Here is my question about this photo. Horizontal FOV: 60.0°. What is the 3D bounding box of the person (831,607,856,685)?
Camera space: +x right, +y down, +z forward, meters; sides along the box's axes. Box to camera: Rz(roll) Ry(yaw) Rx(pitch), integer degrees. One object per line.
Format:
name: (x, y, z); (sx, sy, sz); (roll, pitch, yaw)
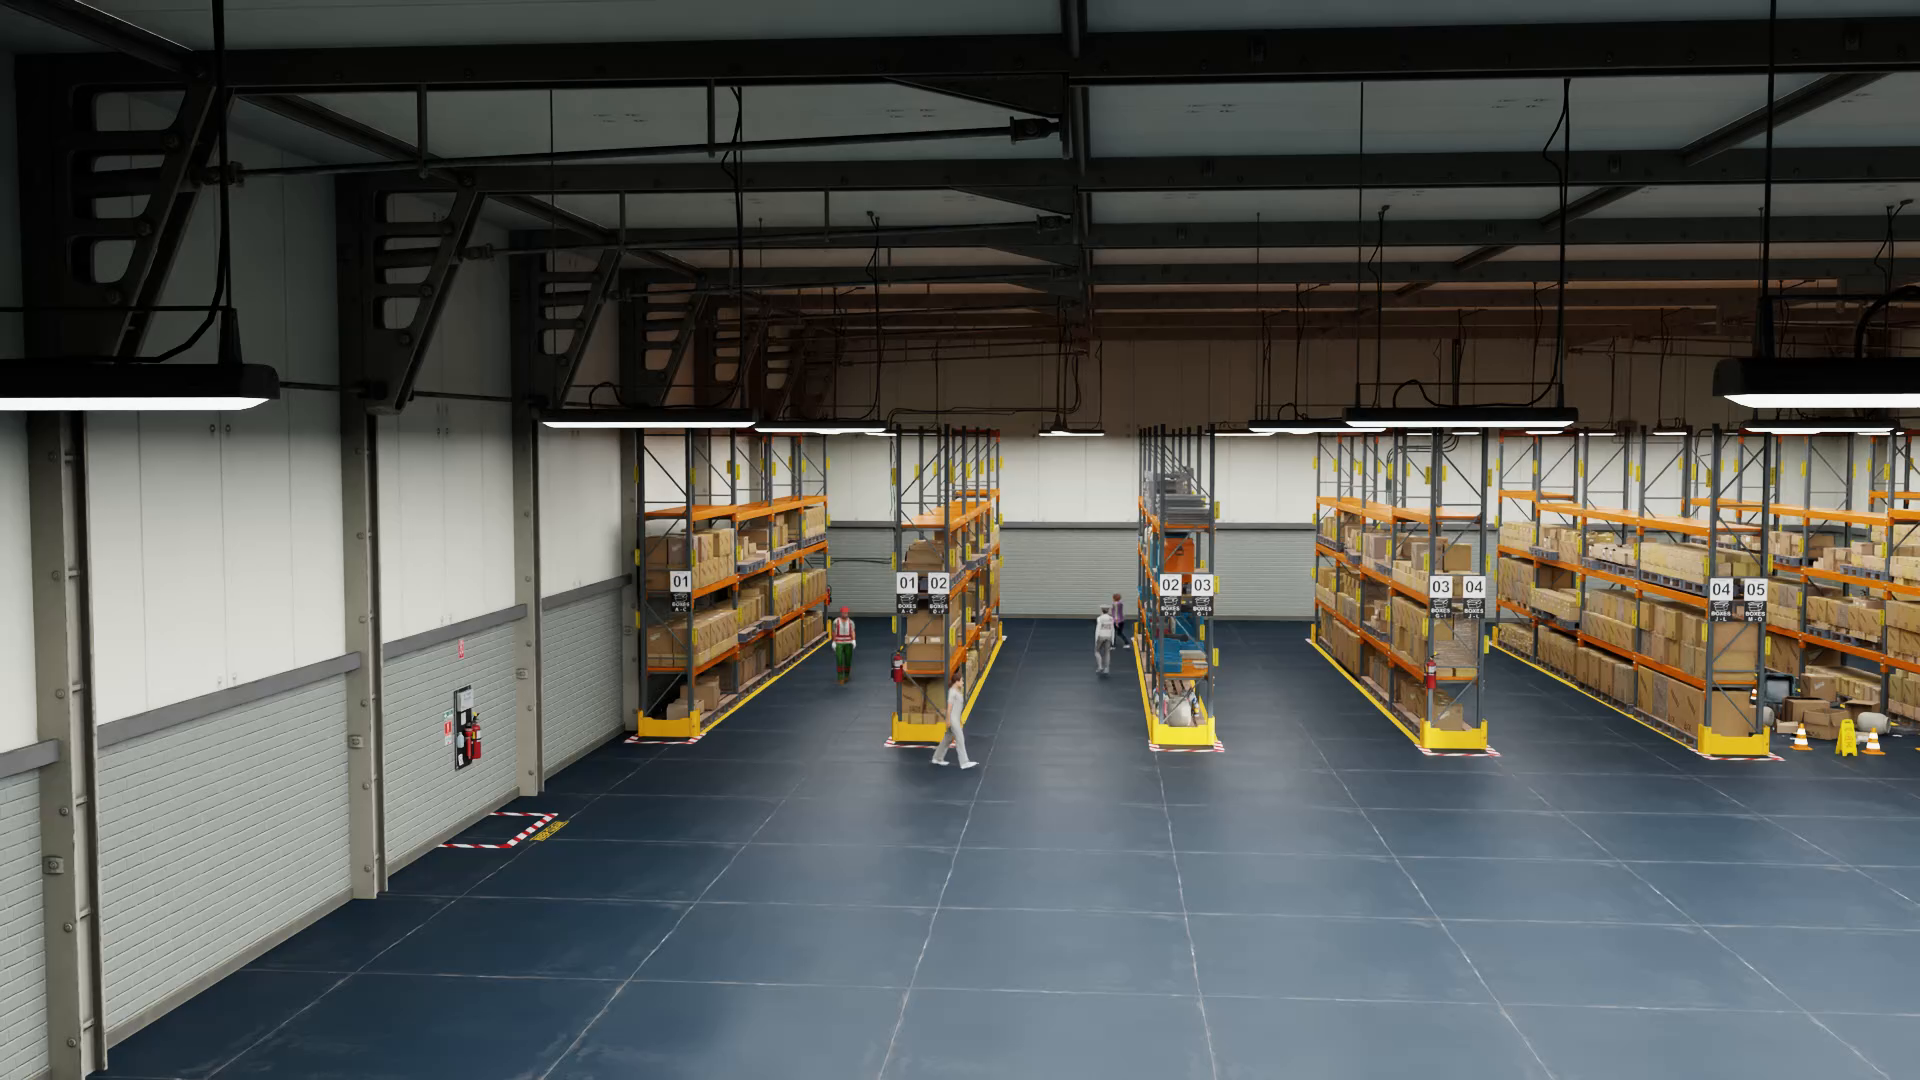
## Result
person: (-2.700, 2.472, 39.030); (0.551, 1.793, 0.710); (-1, 4, -16)

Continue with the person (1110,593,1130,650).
person: (4.267, 2.213, 44.918); (0.733, 1.572, 0.486); (2, 4, 32)

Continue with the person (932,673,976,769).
person: (-0.094, 3.145, 29.043); (0.824, 1.643, 0.521); (1, 4, 10)

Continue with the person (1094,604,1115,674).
person: (3.532, 2.424, 40.619); (0.519, 1.707, 0.367); (-1, 4, -19)
